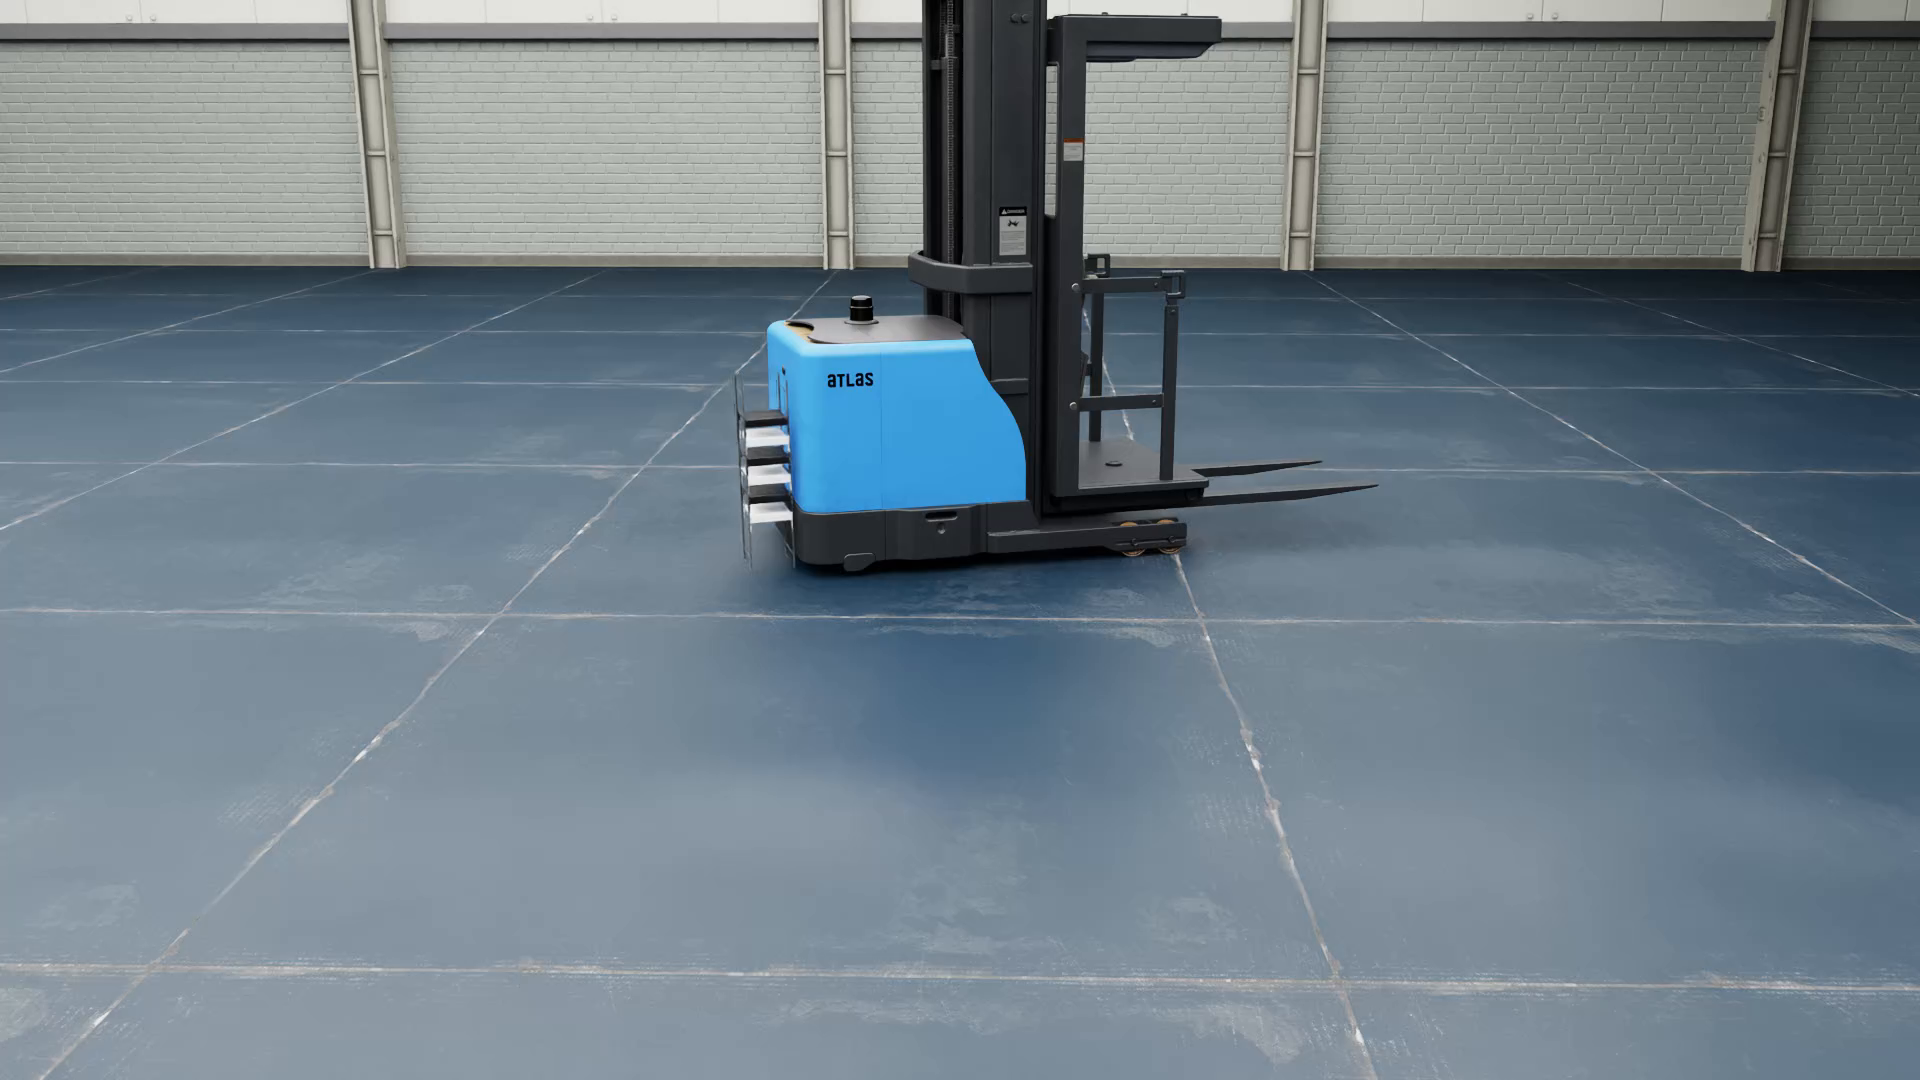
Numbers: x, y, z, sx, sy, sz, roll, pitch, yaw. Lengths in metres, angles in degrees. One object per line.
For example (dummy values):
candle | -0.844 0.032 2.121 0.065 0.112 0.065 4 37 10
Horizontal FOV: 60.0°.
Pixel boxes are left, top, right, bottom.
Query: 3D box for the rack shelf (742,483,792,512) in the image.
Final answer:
rack shelf | -0.911 -0.202 7.816 0.200 0.077 0.258 -5 16 -15

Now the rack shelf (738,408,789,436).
rack shelf | -0.917 -0.549 7.723 0.200 0.077 0.258 -5 16 -15

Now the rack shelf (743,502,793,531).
rack shelf | -0.909 -0.115 7.840 0.200 0.077 0.258 -5 16 -15

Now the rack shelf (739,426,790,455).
rack shelf | -0.915 -0.462 7.746 0.200 0.077 0.258 -5 16 -15

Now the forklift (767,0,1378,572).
forklift | 0.605 -1.461 8.132 3.031 2.935 1.130 -4 15 -15

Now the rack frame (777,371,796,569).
rack frame | -0.815 -0.330 7.810 0.006 0.900 0.240 -5 16 -15

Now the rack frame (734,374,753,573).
rack frame | -1.010 -0.312 7.758 0.006 0.900 0.240 -5 16 -15

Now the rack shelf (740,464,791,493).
rack shelf | -0.912 -0.289 7.793 0.200 0.077 0.258 -5 16 -15

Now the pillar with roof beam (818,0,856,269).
pillar with roof beam | -1.697 -6.839 16.623 0.400 9.000 9.100 0 15 1

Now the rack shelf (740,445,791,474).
rack shelf | -0.914 -0.375 7.769 0.200 0.077 0.258 -5 16 -15

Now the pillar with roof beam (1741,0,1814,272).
pillar with roof beam | 10.300 -6.761 16.327 0.400 9.000 9.100 0 15 1

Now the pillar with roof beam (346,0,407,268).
pillar with roof beam | -7.695 -6.879 16.772 0.400 9.000 9.100 0 15 1

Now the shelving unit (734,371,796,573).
shelving unit | -0.913 -0.321 7.784 0.210 0.900 0.258 -5 16 -15

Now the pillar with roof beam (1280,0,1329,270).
pillar with roof beam | 4.302 -6.800 16.475 0.400 9.000 9.100 0 15 1
